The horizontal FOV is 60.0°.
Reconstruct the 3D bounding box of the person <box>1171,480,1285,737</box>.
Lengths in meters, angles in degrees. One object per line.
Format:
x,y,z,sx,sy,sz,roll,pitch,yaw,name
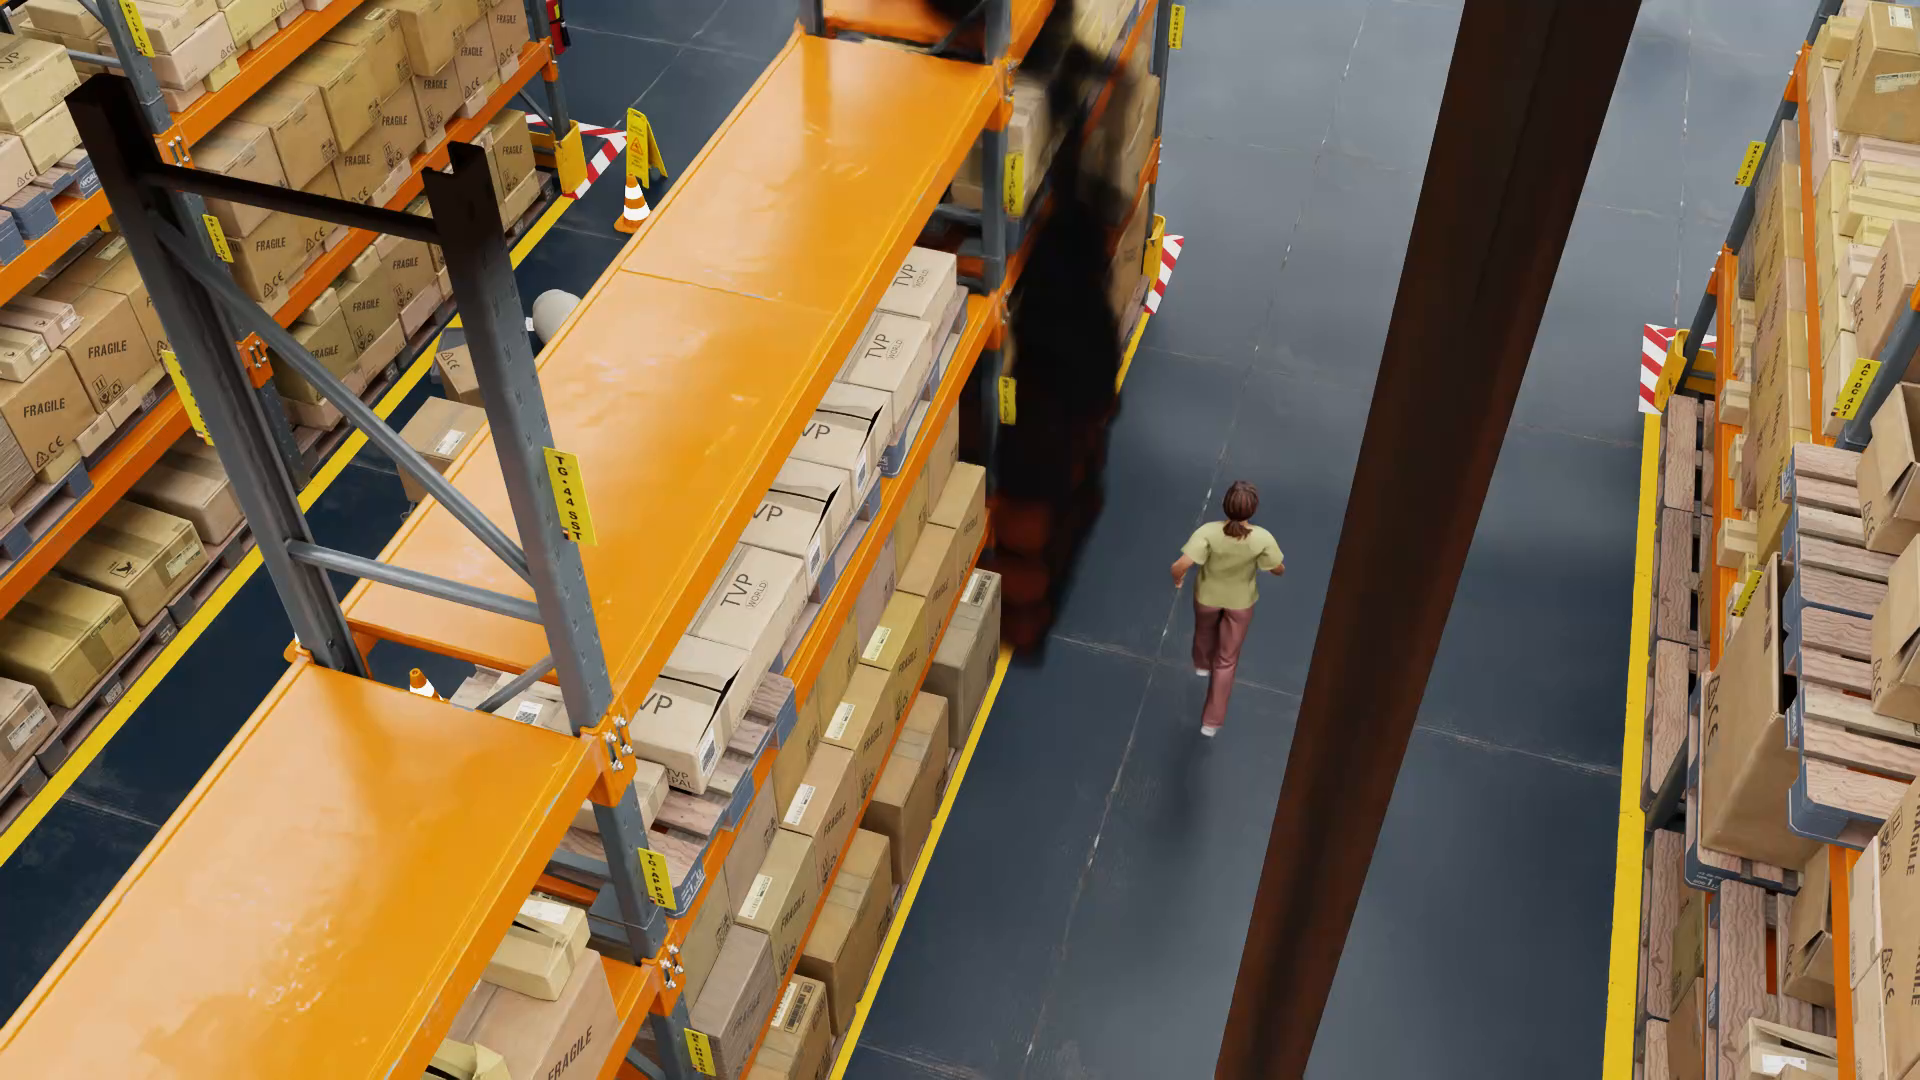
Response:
1.456,0.350,9.216,0.594,1.723,0.774,10,47,10,person
